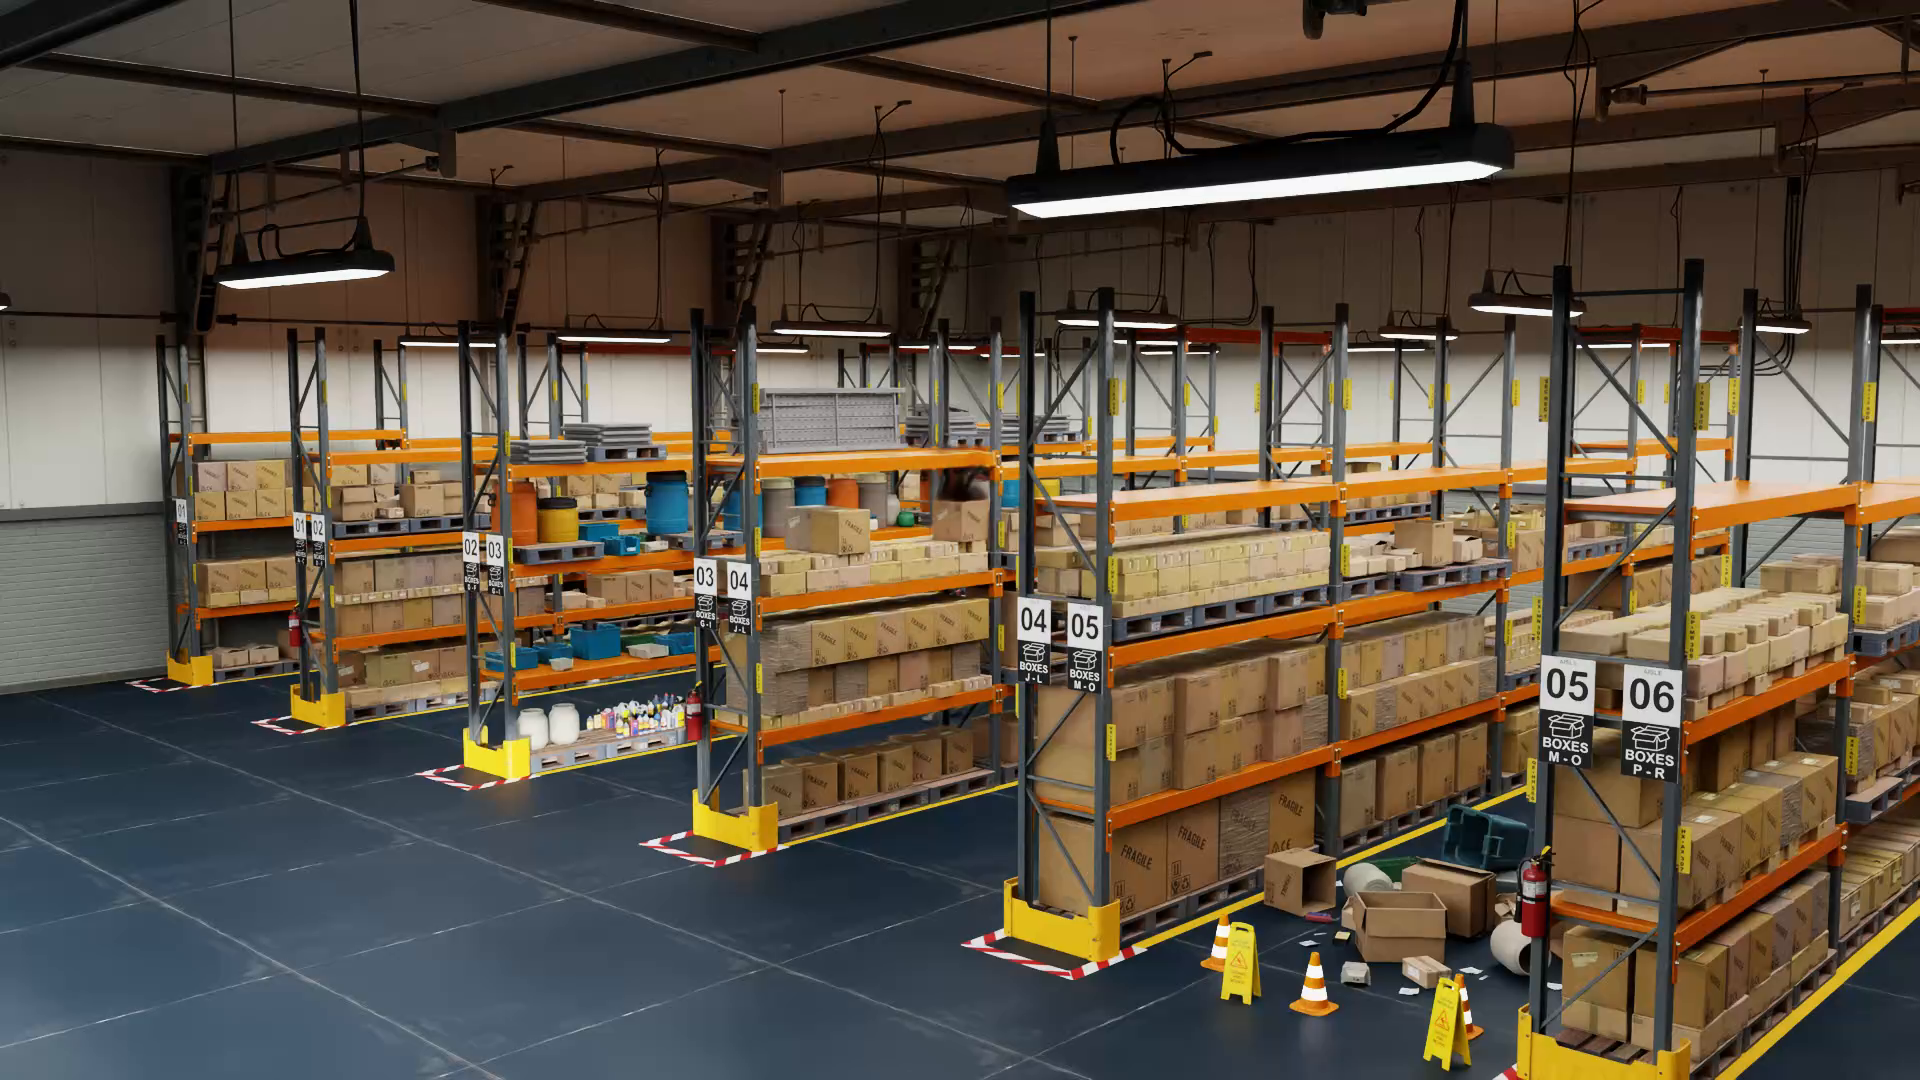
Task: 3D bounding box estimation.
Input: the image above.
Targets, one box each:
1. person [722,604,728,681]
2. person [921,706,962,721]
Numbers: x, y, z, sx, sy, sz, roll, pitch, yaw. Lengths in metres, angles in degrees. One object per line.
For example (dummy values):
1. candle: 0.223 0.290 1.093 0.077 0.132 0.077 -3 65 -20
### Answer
1. person: -3.897 1.635 29.054 0.474 1.622 0.978 4 7 36
2. person: -0.337 1.857 25.617 0.975 1.732 0.495 -5 7 -42
